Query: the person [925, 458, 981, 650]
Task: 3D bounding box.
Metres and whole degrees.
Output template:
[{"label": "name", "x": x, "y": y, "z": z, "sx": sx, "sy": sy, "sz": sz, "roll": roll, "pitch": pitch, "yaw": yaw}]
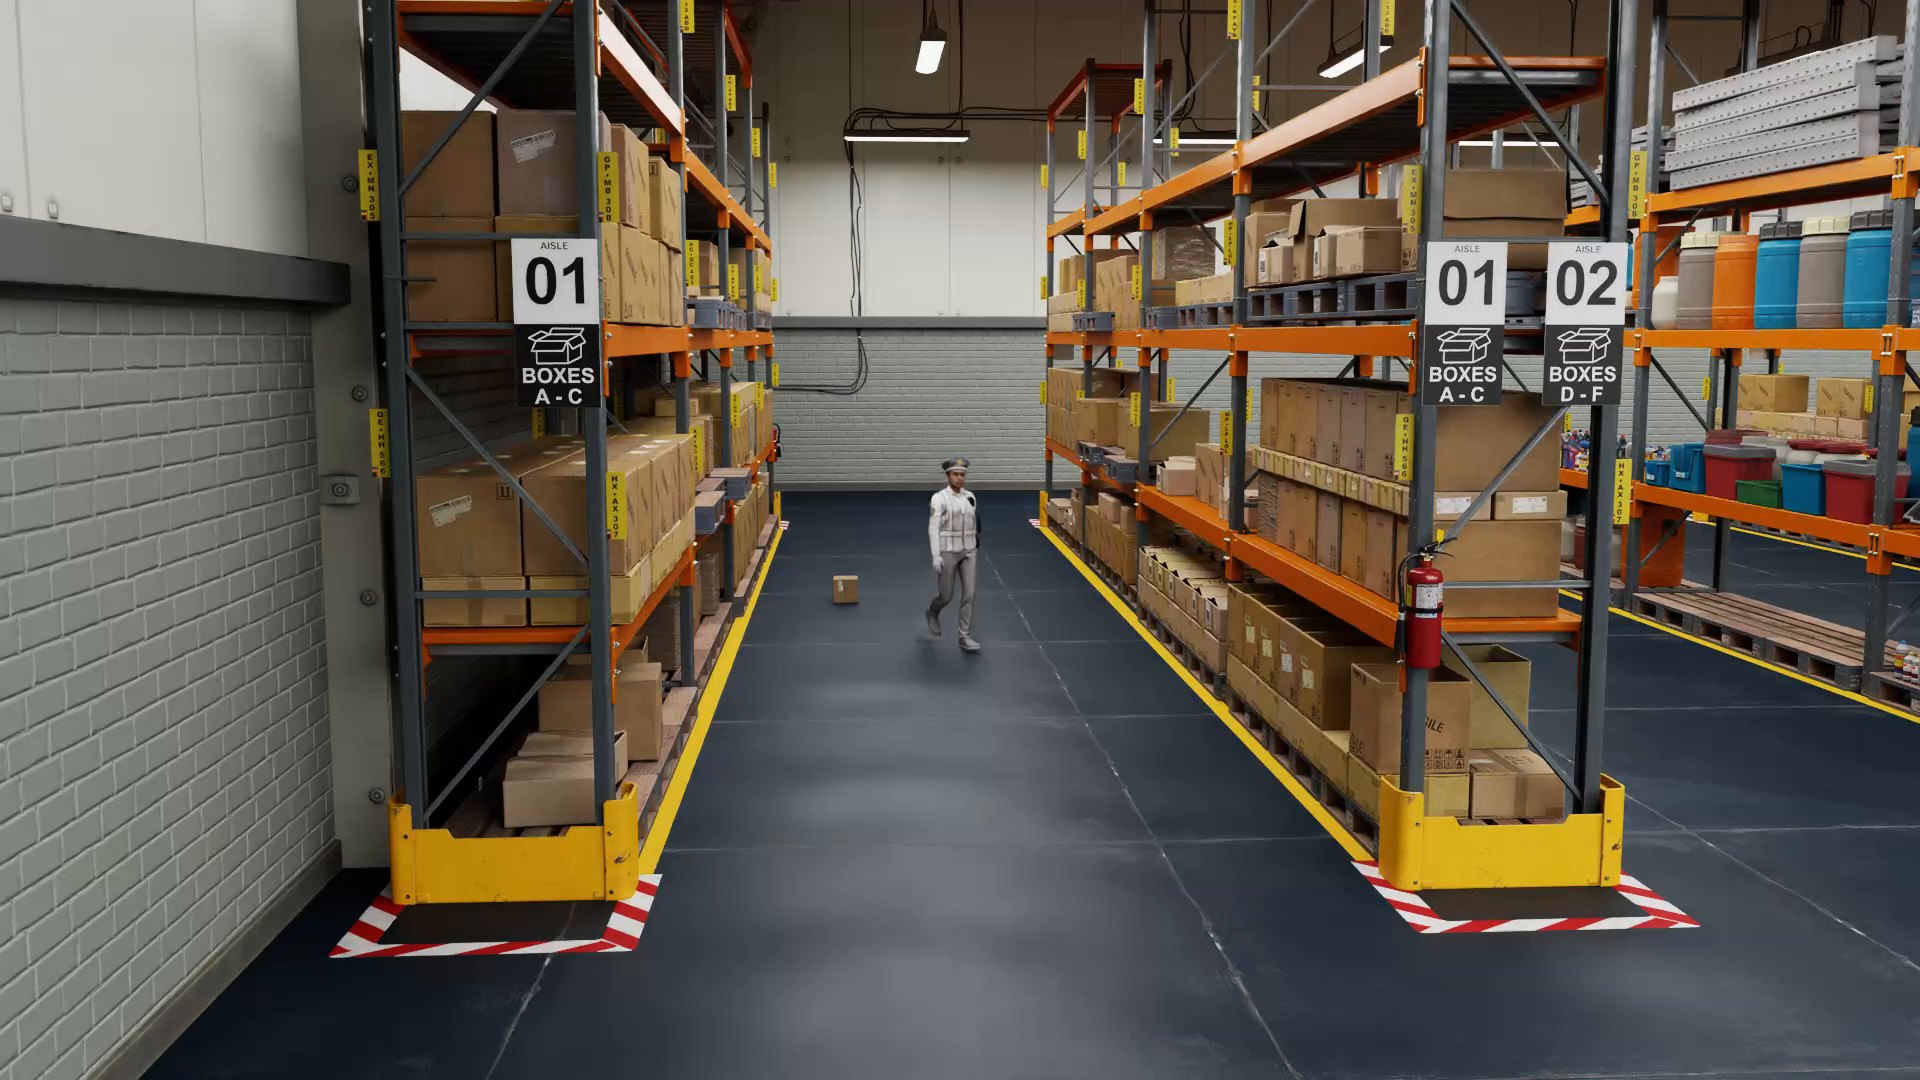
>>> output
[{"label": "person", "x": -0.057, "y": 0.104, "z": 14.657, "sx": 0.491, "sy": 1.666, "sz": 0.710, "roll": -4, "pitch": 8, "yaw": -27}]
